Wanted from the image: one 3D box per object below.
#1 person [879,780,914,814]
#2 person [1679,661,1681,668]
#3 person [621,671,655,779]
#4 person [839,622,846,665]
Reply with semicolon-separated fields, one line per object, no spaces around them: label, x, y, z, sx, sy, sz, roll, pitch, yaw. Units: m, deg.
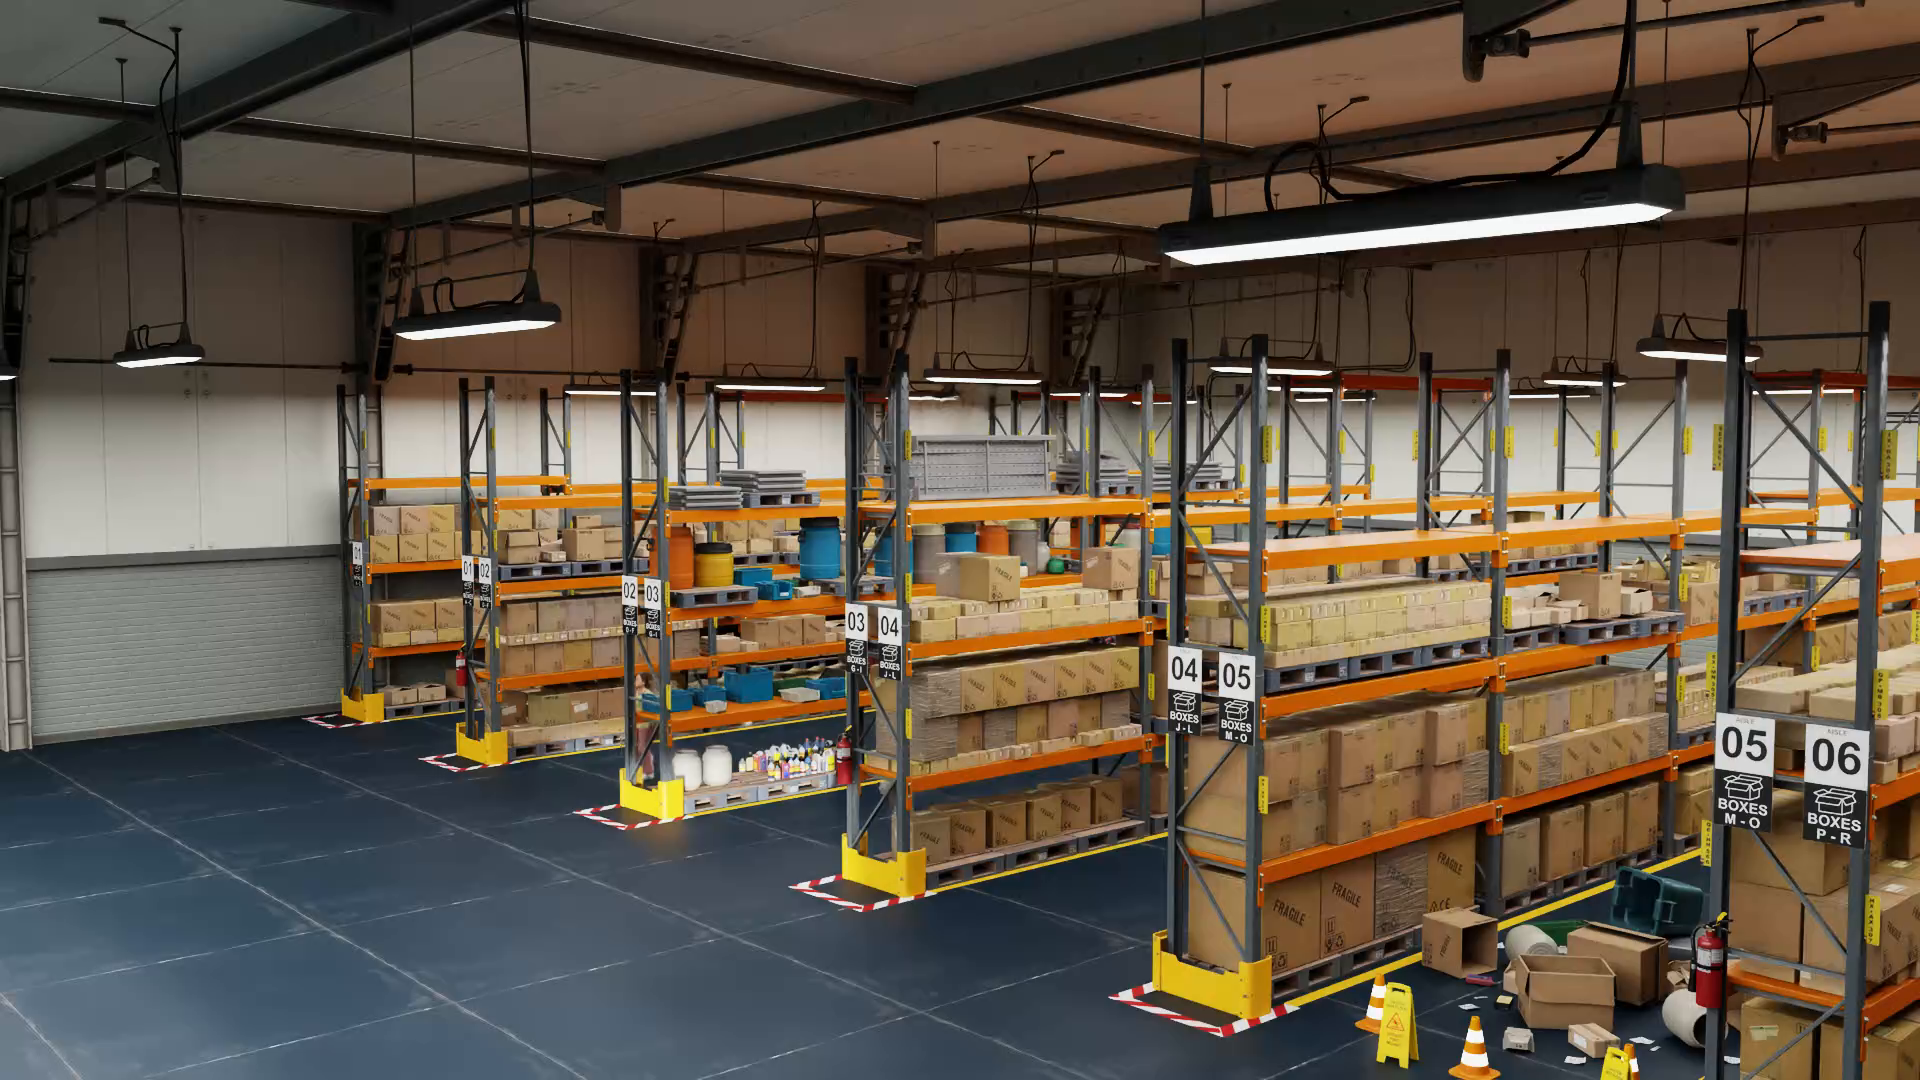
person;-0.800;2.915;21.620;0.616;1.636;0.545;-4;5;-44
person;10.857;2.660;25.179;0.965;1.741;0.672;-3;5;-36
person;-4.667;2.738;24.469;0.578;1.637;0.564;4;5;44
person;-2.109;2.090;33.329;0.802;1.839;0.682;-3;5;-43
